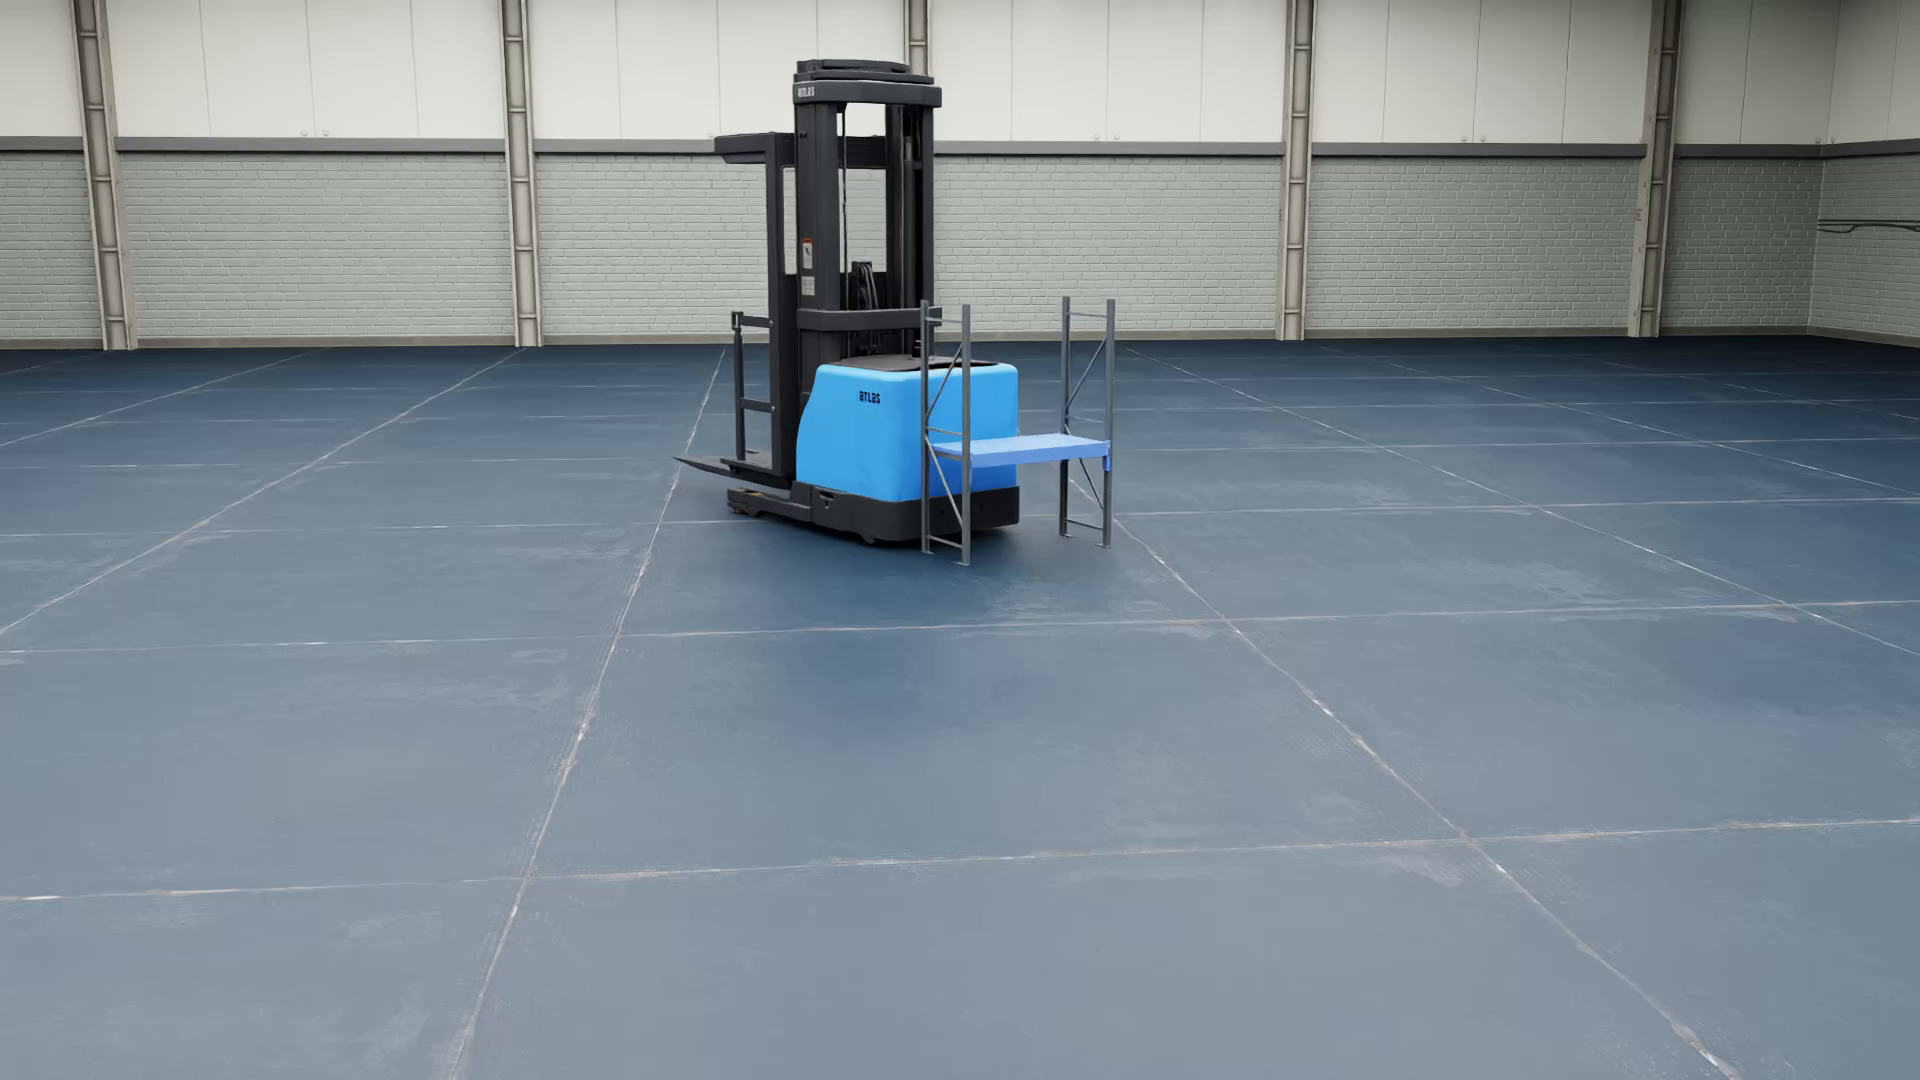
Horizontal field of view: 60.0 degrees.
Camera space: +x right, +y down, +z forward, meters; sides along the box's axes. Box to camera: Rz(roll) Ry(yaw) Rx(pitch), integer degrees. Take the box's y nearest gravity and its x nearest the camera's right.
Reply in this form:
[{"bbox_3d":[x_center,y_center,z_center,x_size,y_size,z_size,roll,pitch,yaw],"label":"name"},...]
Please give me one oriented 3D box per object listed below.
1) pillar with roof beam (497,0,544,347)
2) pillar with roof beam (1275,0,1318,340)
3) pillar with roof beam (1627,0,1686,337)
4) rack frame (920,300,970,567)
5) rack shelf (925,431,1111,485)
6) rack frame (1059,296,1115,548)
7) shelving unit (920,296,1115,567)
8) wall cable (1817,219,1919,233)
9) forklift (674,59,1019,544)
[{"bbox_3d":[-6.149,-6.579,20.505,0.400,9.000,9.100,-1,11,-6],"label":"pillar with roof beam"},{"bbox_3d":[5.781,-6.829,21.776,0.400,9.000,9.100,-1,11,-6],"label":"pillar with roof beam"},{"bbox_3d":[11.745,-6.954,22.412,0.400,9.000,9.100,-1,11,-6],"label":"pillar with roof beam"},{"bbox_3d":[-0.087,-0.623,9.650,0.032,1.500,0.500,-7,13,-32],"label":"rack frame"},{"bbox_3d":[0.344,-0.499,9.950,1.000,0.185,0.538,-7,13,-32],"label":"rack shelf"},{"bbox_3d":[0.774,-0.728,10.181,0.032,1.500,0.500,-7,13,-32],"label":"rack frame"},{"bbox_3d":[0.344,-0.675,9.916,1.048,1.500,0.538,-7,13,-32],"label":"shelving unit"},{"bbox_3d":[14.352,-6.064,25.933,0.112,2.526,3.097,-1,11,-6],"label":"wall cable"},{"bbox_3d":[-0.928,-1.644,11.133,1.130,2.935,3.031,-9,14,-37],"label":"forklift"}]
